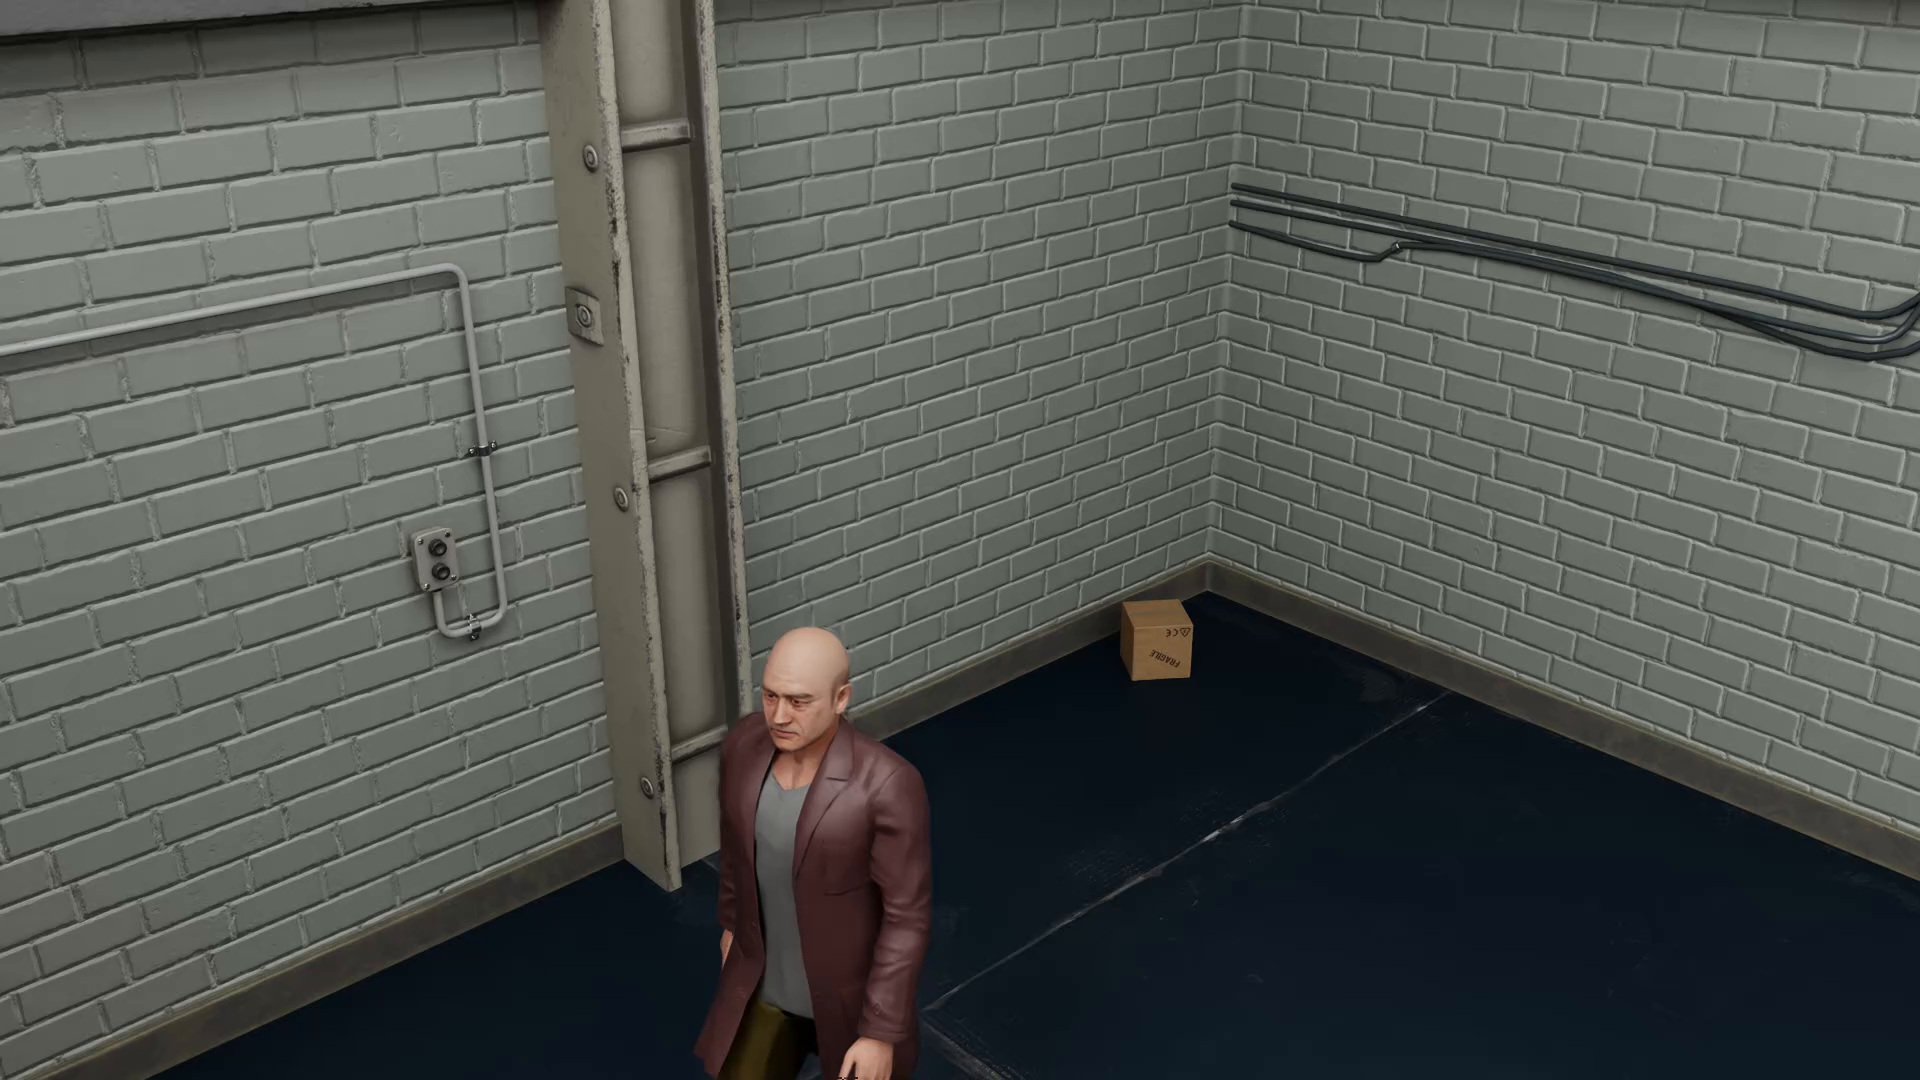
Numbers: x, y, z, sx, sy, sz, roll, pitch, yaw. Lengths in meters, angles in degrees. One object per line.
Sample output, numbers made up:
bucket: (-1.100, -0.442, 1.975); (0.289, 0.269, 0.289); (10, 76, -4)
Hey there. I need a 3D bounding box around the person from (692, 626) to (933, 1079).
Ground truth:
person: (-0.359, 1.041, 3.790); (0.644, 1.810, 0.839); (11, 26, 23)
